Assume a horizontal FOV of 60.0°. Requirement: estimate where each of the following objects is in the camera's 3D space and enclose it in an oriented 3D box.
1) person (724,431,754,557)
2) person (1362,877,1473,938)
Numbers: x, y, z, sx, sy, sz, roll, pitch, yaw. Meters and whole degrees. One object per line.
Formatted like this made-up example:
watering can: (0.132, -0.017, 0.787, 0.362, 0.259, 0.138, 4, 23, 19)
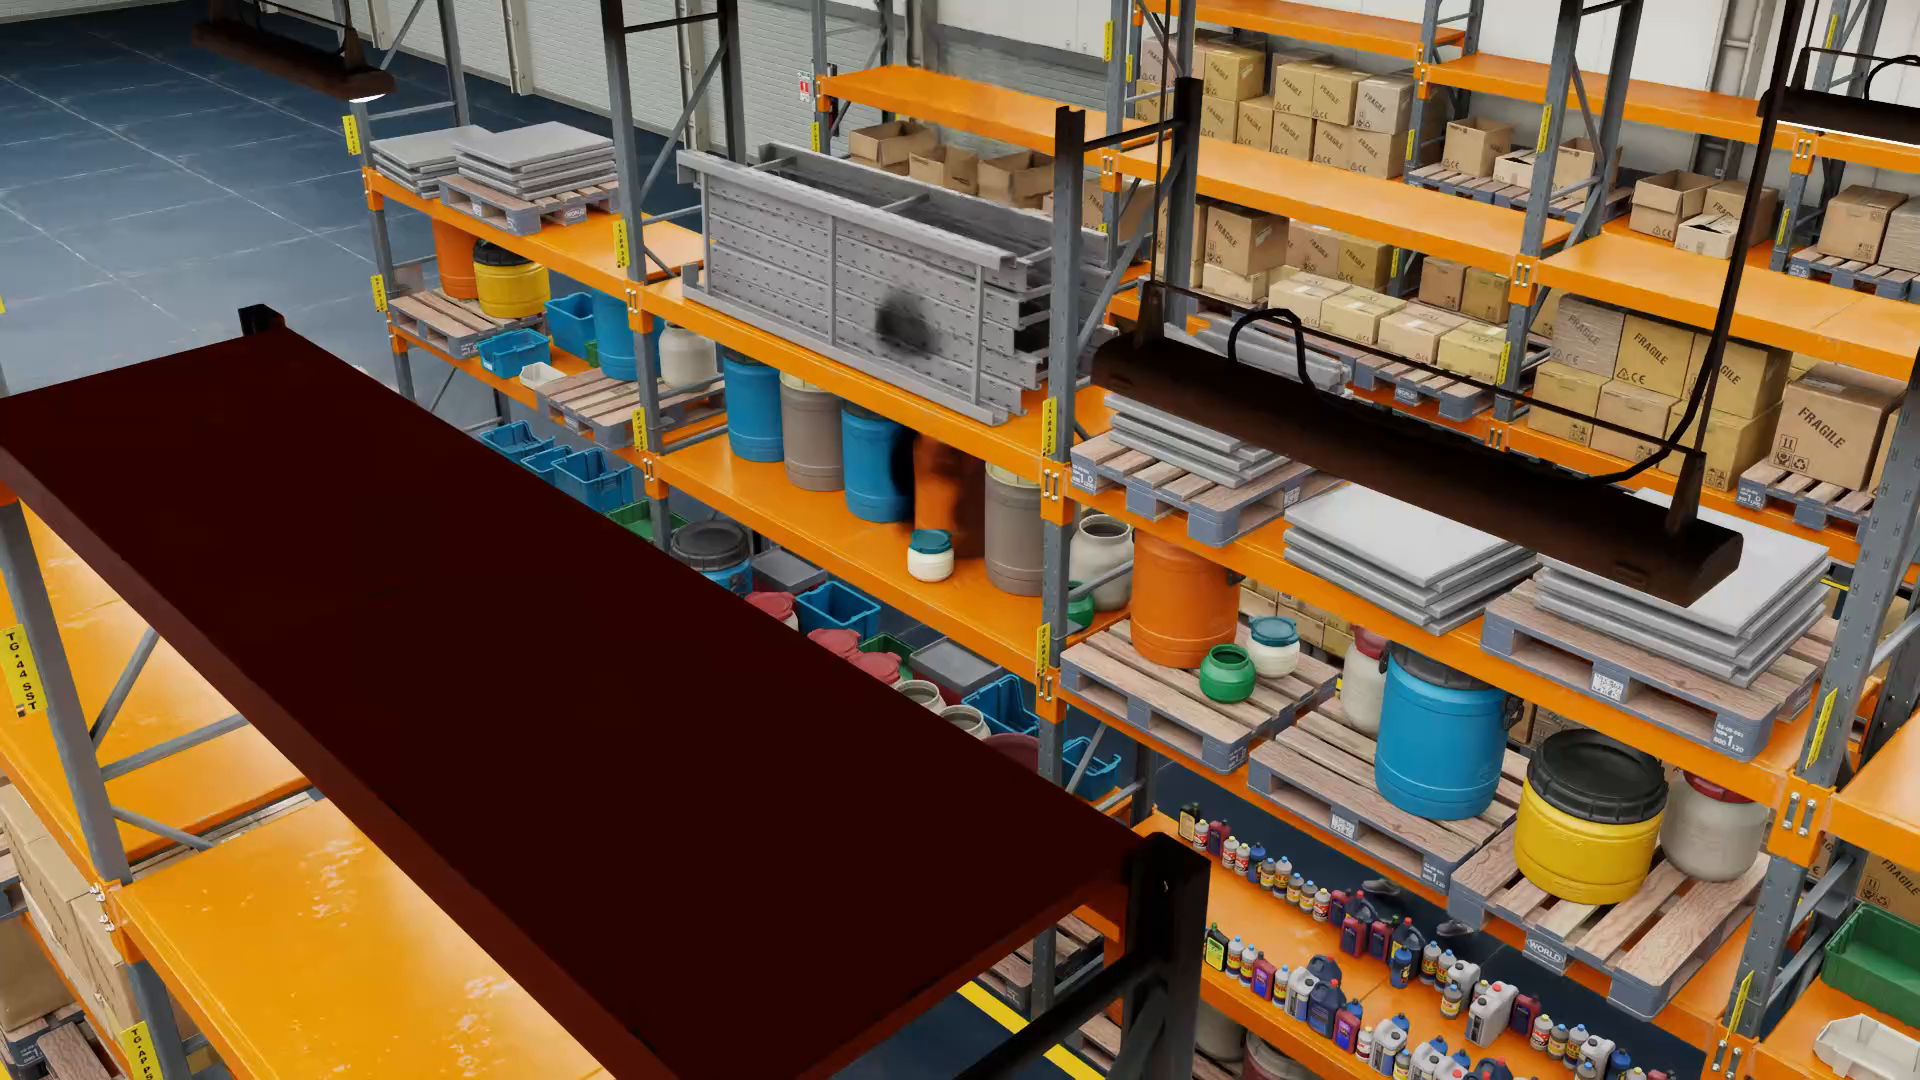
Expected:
person: (-2.064, -0.313, 15.704, 0.547, 1.584, 0.547, -24, 36, -37)
person: (3.231, 1.935, 11.413, 0.915, 1.704, 0.604, 24, 36, 37)
